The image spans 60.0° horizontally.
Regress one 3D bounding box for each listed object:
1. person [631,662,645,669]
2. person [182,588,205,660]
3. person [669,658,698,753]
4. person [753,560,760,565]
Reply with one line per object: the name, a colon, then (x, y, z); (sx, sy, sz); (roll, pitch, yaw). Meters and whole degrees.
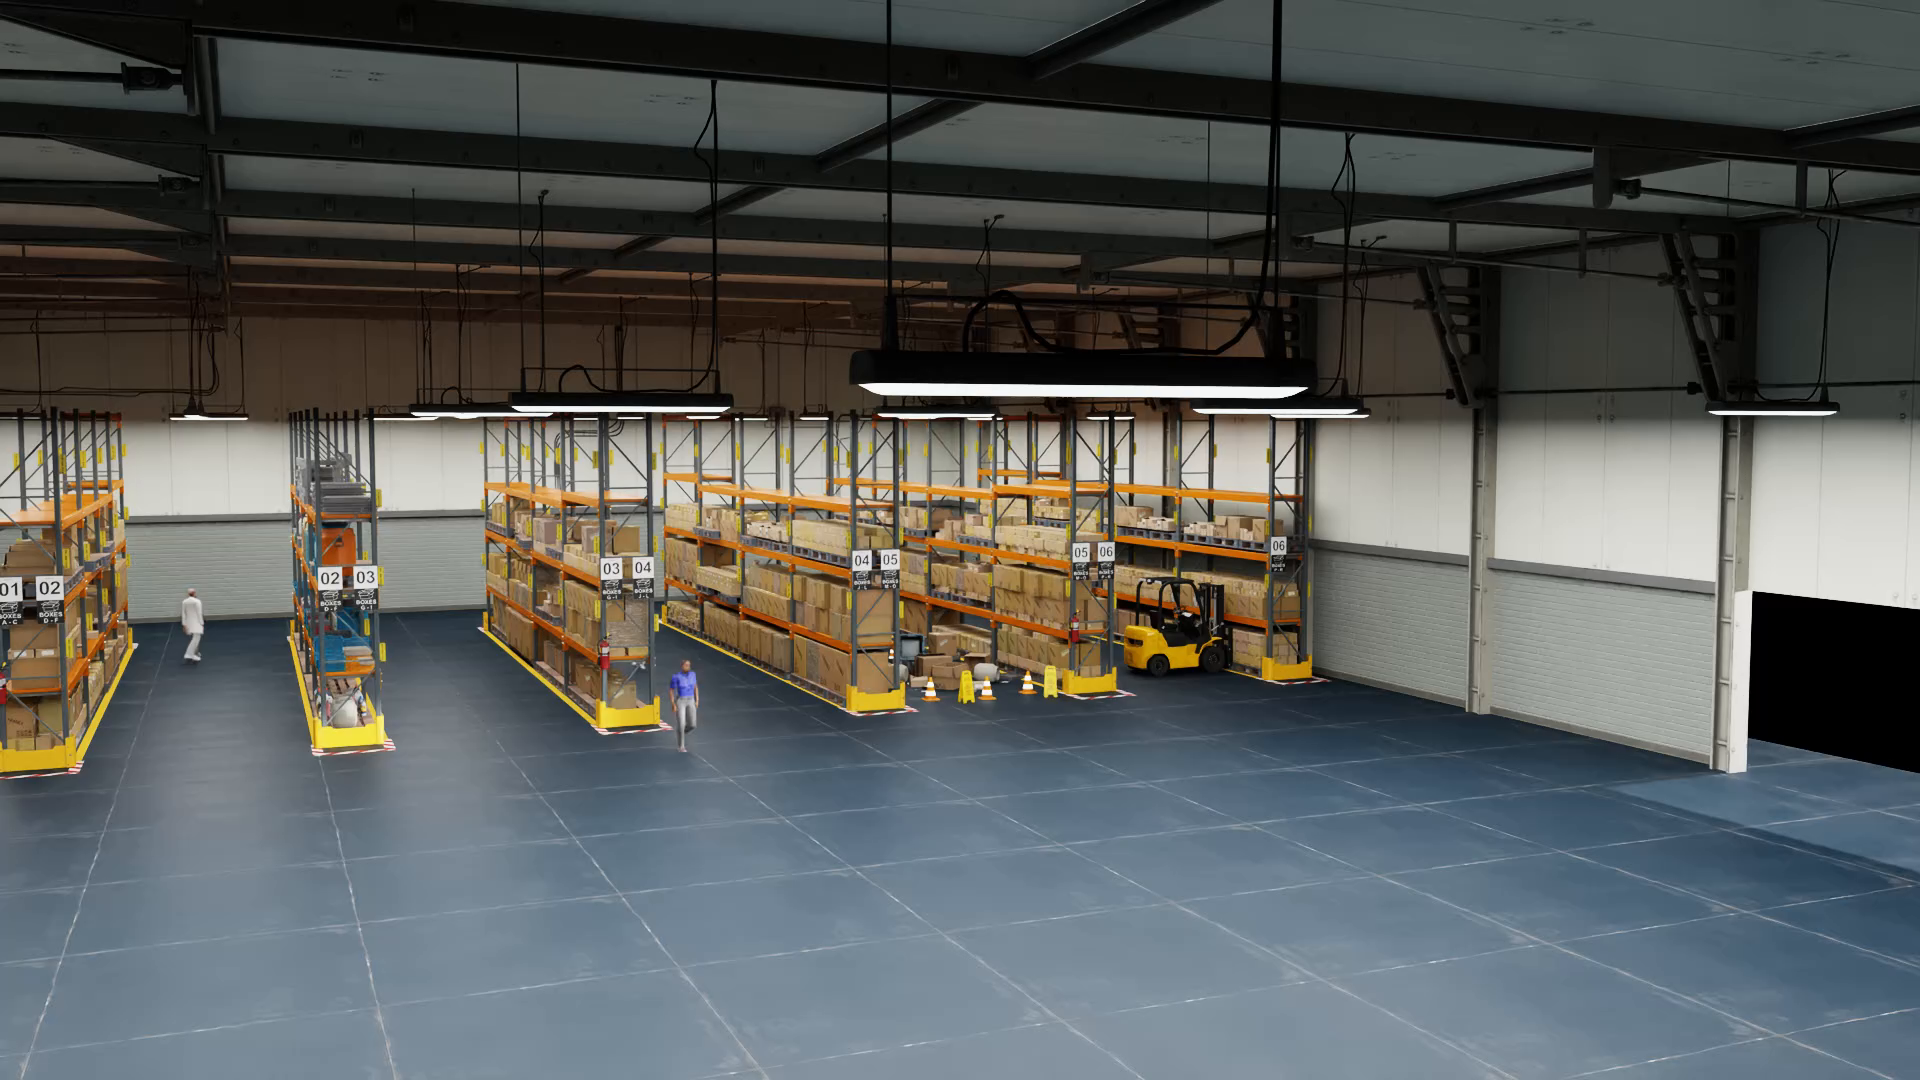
person: (-7.556, 2.182, 39.125); (0.521, 1.690, 0.687); (-3, 5, -36)
person: (-18.446, 2.040, 40.009); (0.653, 1.754, 1.021); (1, 4, 8)
person: (-4.868, 2.873, 29.188); (0.539, 1.639, 0.555); (-3, 5, -34)
person: (-6.152, 1.390, 50.450); (0.506, 1.613, 0.980); (4, 6, 43)
